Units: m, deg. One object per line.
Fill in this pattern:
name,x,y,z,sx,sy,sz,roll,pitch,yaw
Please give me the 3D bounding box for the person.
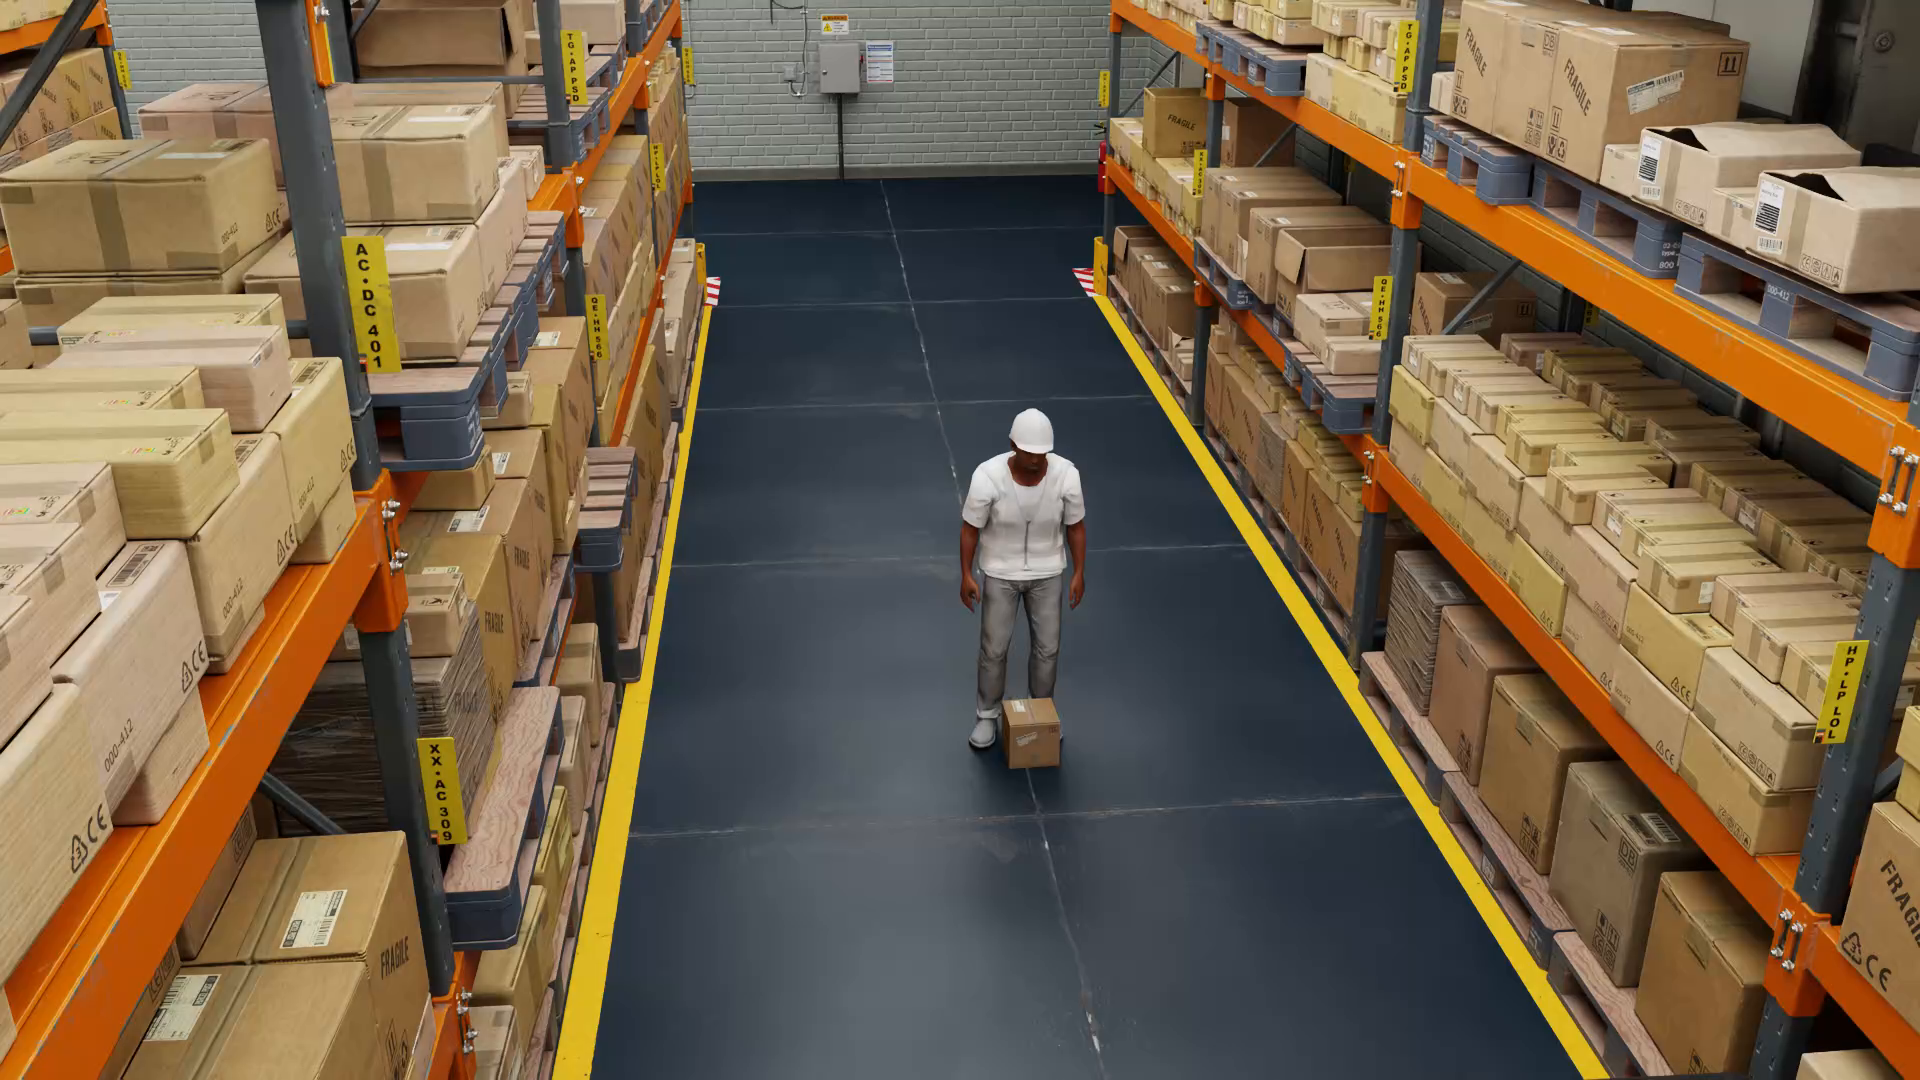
person,0.310,0.180,8.169,0.627,1.757,0.460,-2,24,-5
